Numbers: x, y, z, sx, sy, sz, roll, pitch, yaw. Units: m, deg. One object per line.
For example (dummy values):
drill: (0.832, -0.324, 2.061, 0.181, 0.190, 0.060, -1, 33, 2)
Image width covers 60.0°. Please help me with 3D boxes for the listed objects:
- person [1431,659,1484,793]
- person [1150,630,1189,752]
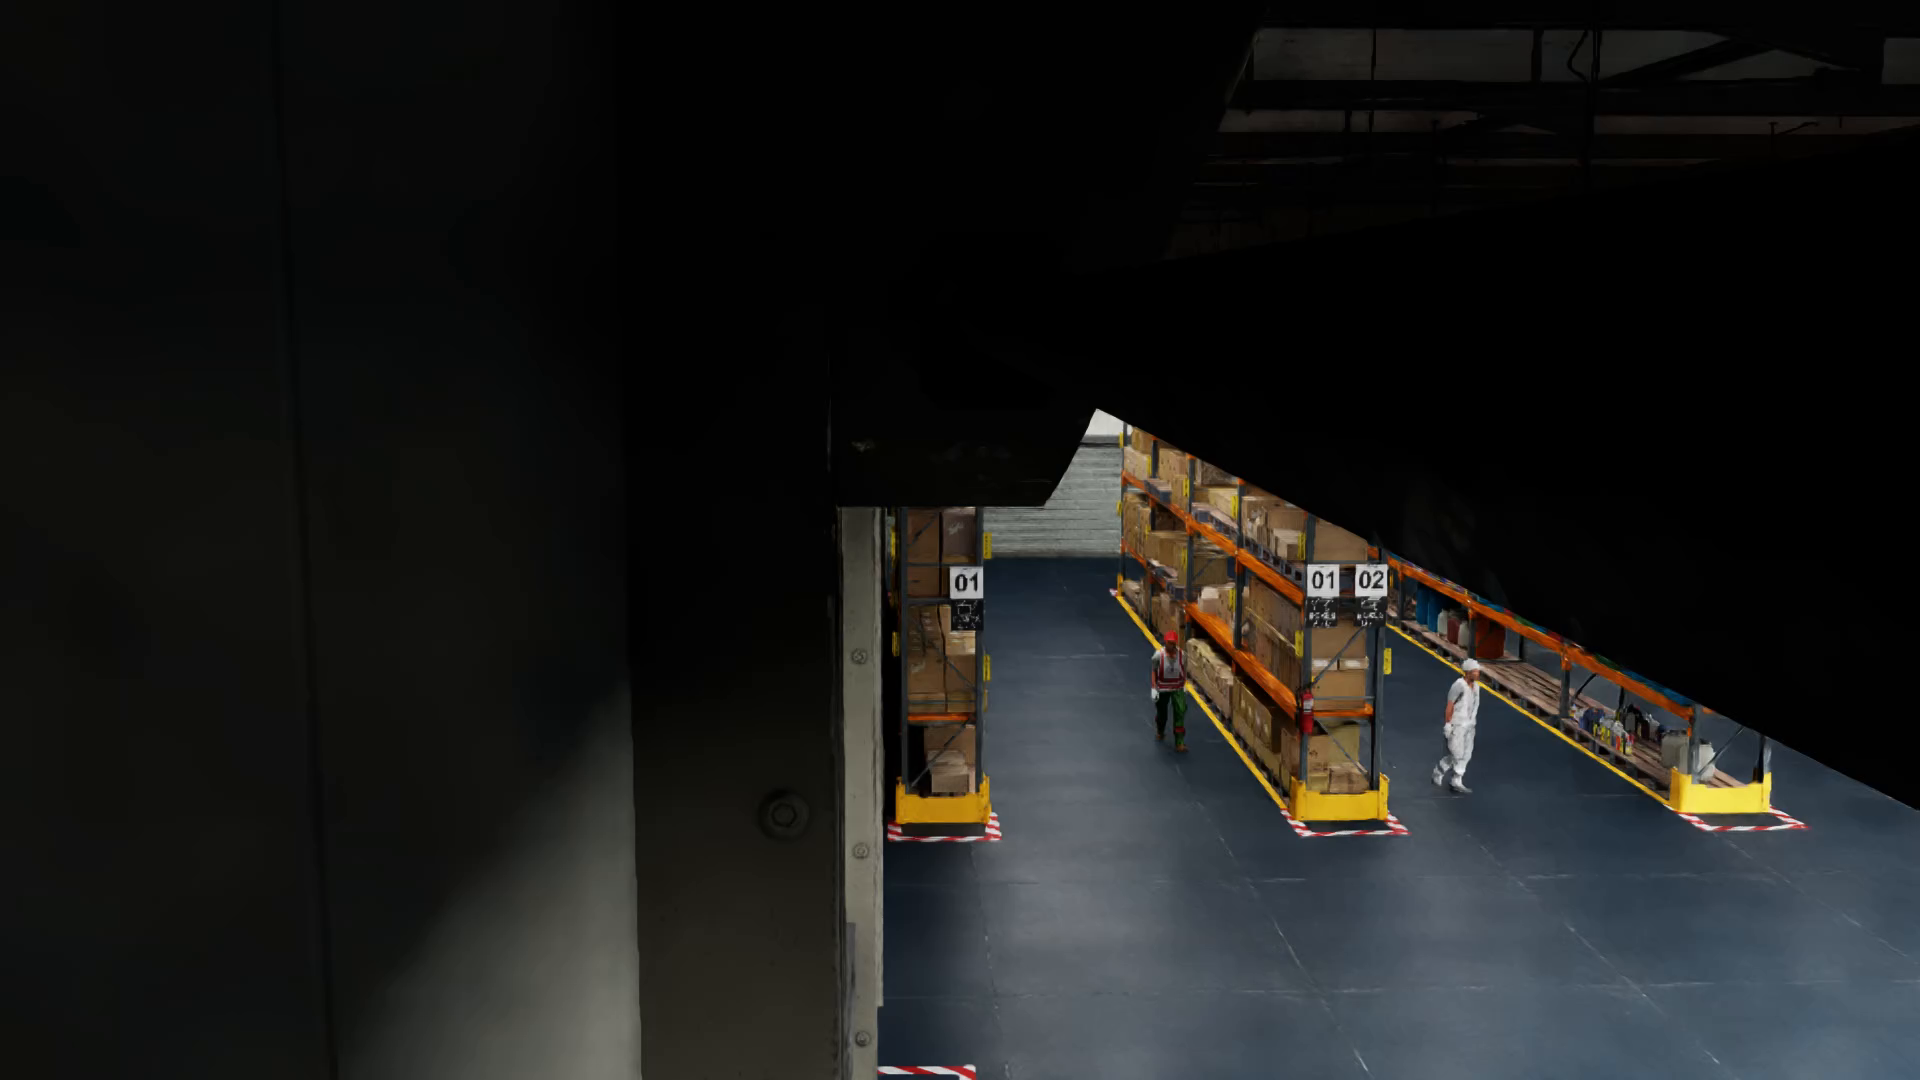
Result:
person: (6.503, 2.413, 21.729, 0.591, 1.780, 0.573, -6, 10, -37)
person: (3.010, 2.127, 23.865, 0.553, 1.709, 1.123, 0, 8, 0)
